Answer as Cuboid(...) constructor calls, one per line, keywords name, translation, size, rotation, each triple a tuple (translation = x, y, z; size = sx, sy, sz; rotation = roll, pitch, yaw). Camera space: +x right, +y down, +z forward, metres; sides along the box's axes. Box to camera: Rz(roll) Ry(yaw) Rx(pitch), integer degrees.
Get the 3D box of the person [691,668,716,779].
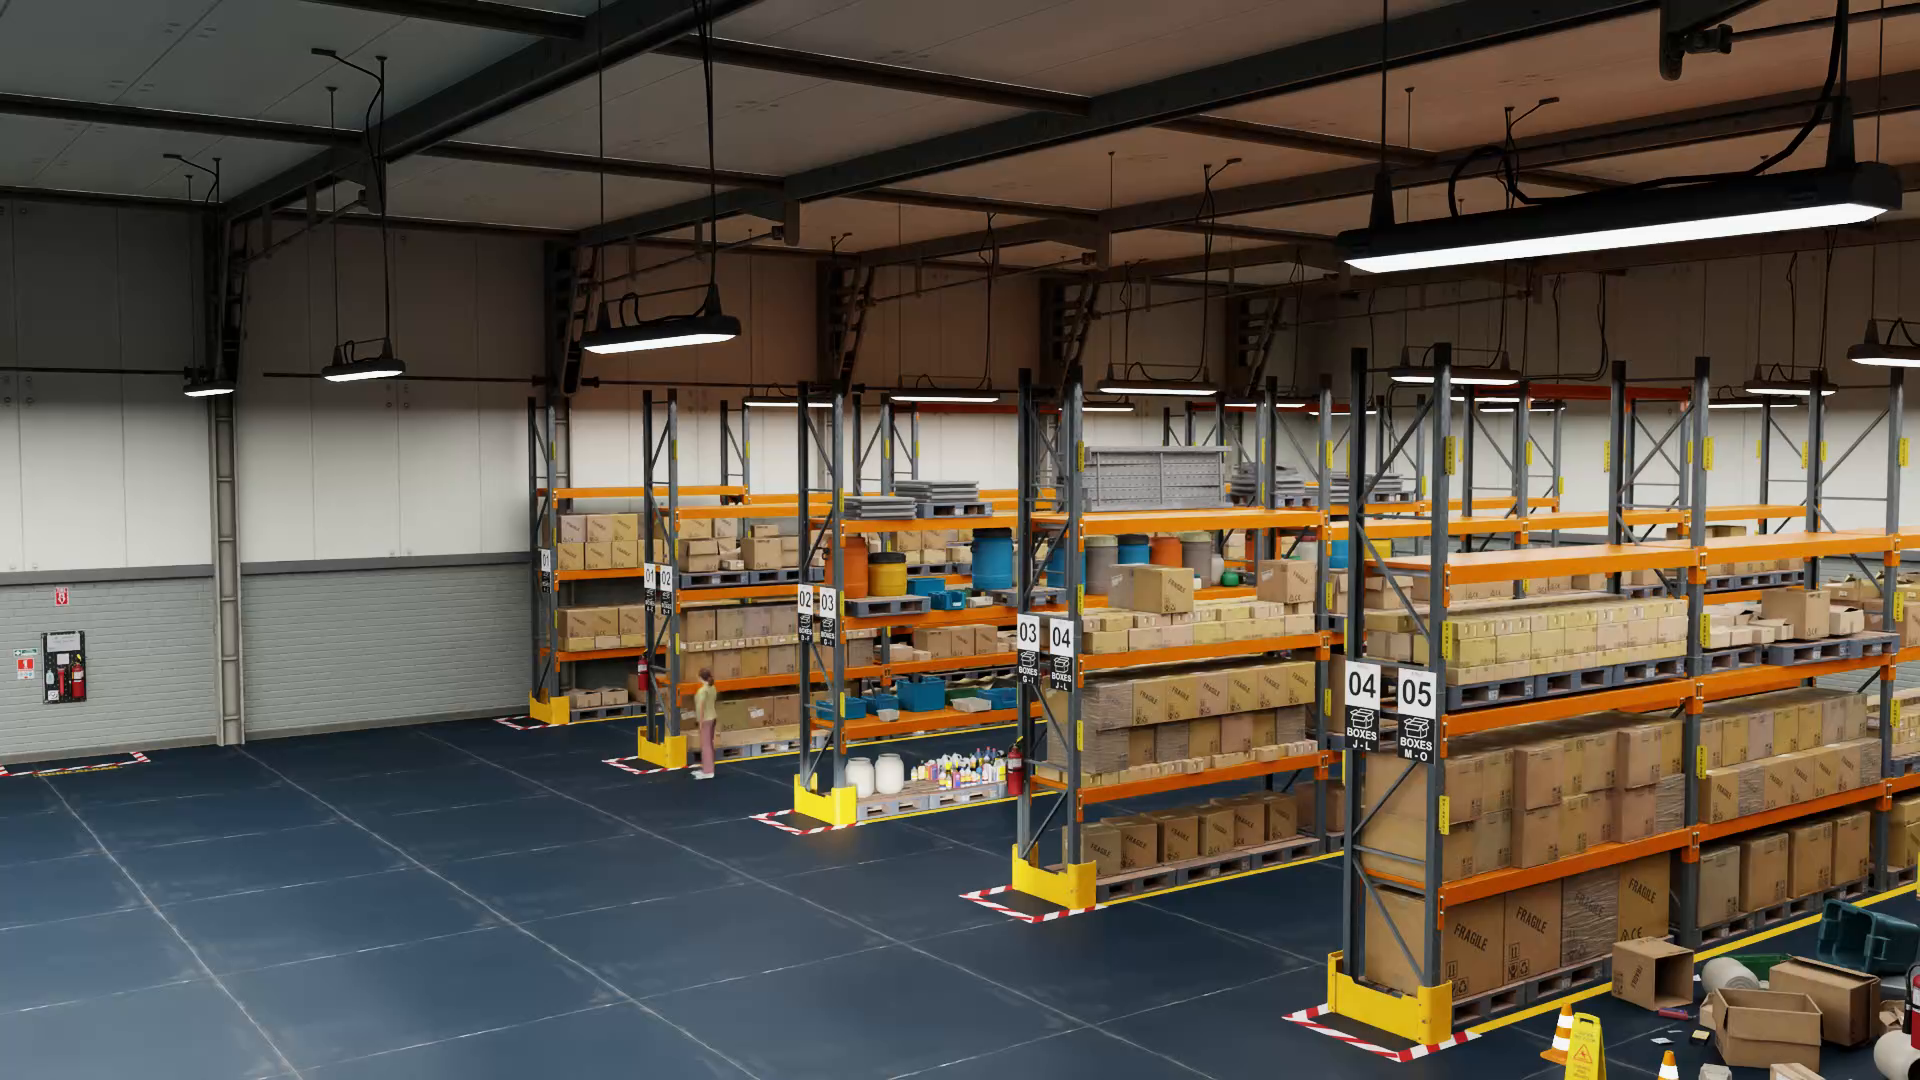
Cuboid(name="person", translation=(-3.945, 2.806, 25.579), size=(0.447, 1.688, 0.476), rotation=(1, 3, 13))
